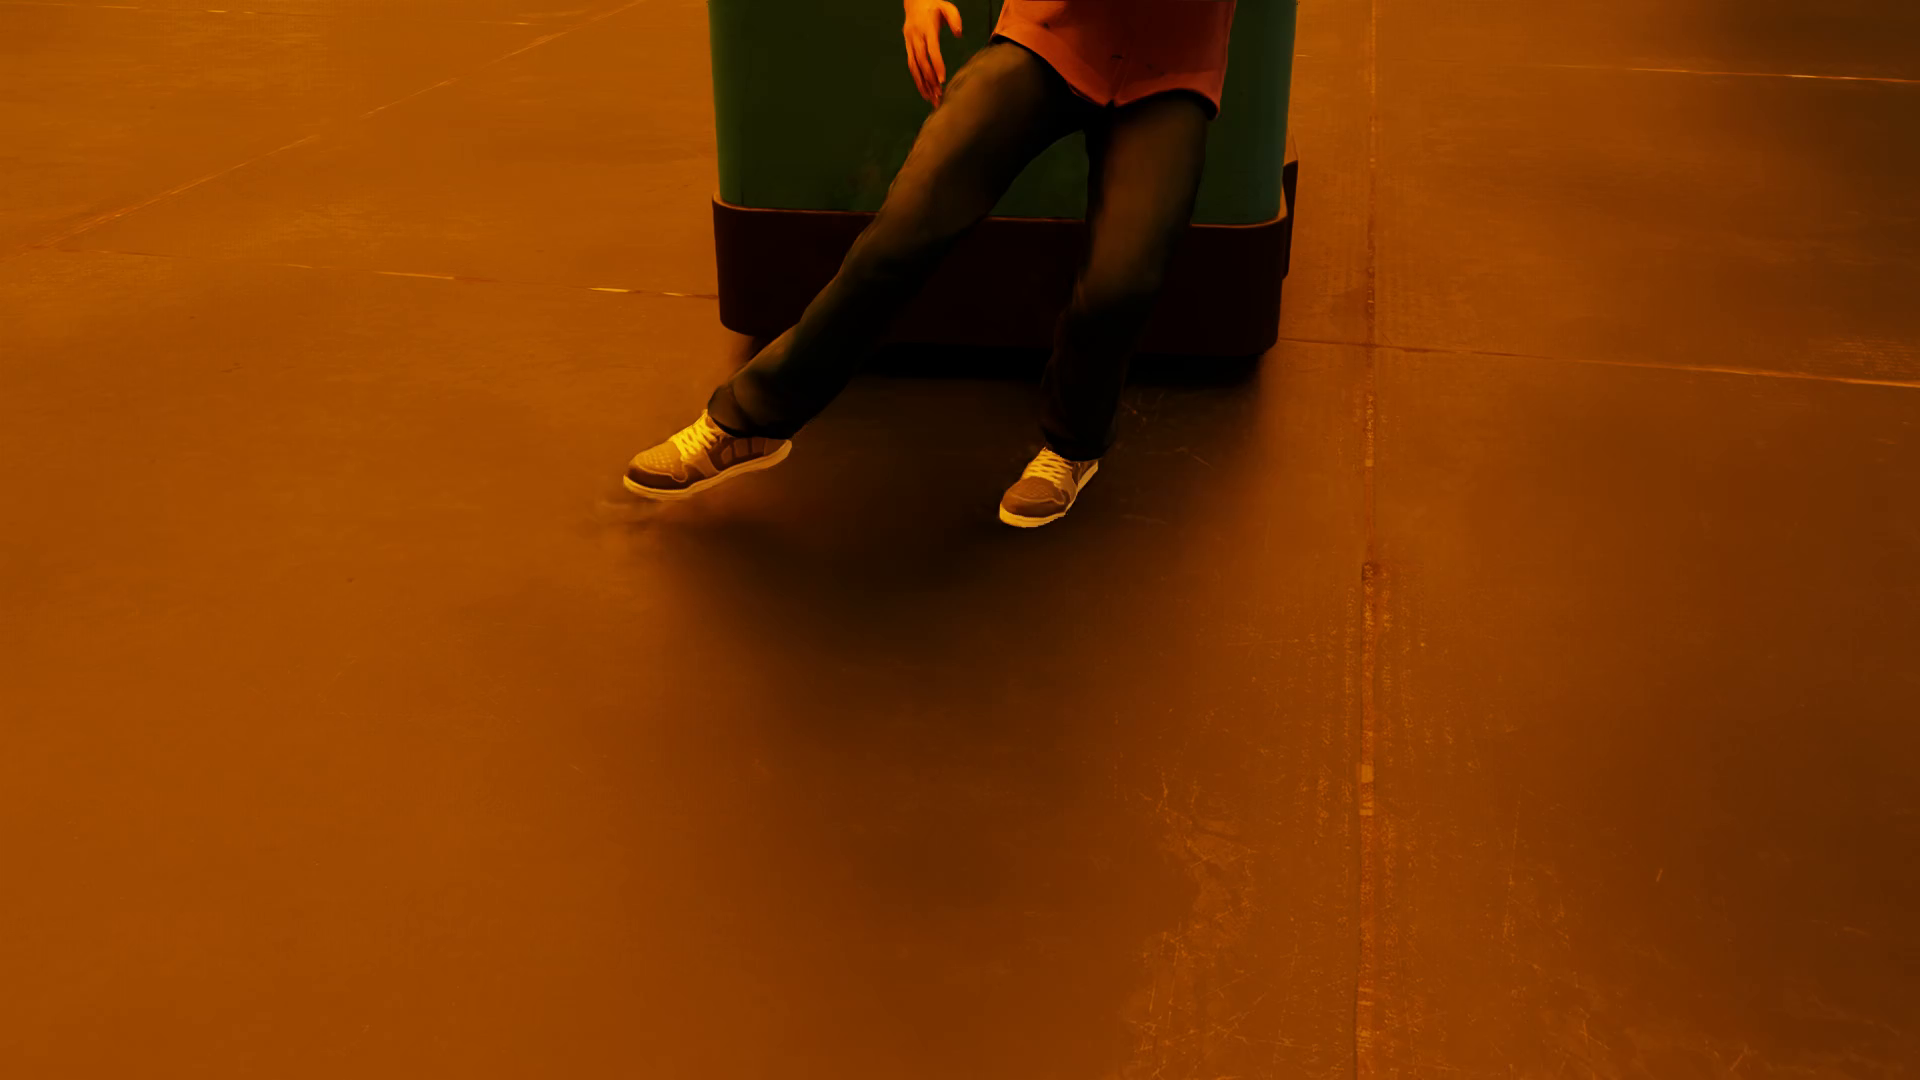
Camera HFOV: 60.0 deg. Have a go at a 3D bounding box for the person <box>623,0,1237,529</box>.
[{"bbox_3d":[0.124,-0.585,2.184,1.256,1.362,0.769,-1,27,-1],"label":"person"}]

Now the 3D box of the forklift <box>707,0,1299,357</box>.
[{"bbox_3d":[0.243,-2.274,3.753,1.130,2.935,3.031,3,27,6],"label":"forklift"}]
